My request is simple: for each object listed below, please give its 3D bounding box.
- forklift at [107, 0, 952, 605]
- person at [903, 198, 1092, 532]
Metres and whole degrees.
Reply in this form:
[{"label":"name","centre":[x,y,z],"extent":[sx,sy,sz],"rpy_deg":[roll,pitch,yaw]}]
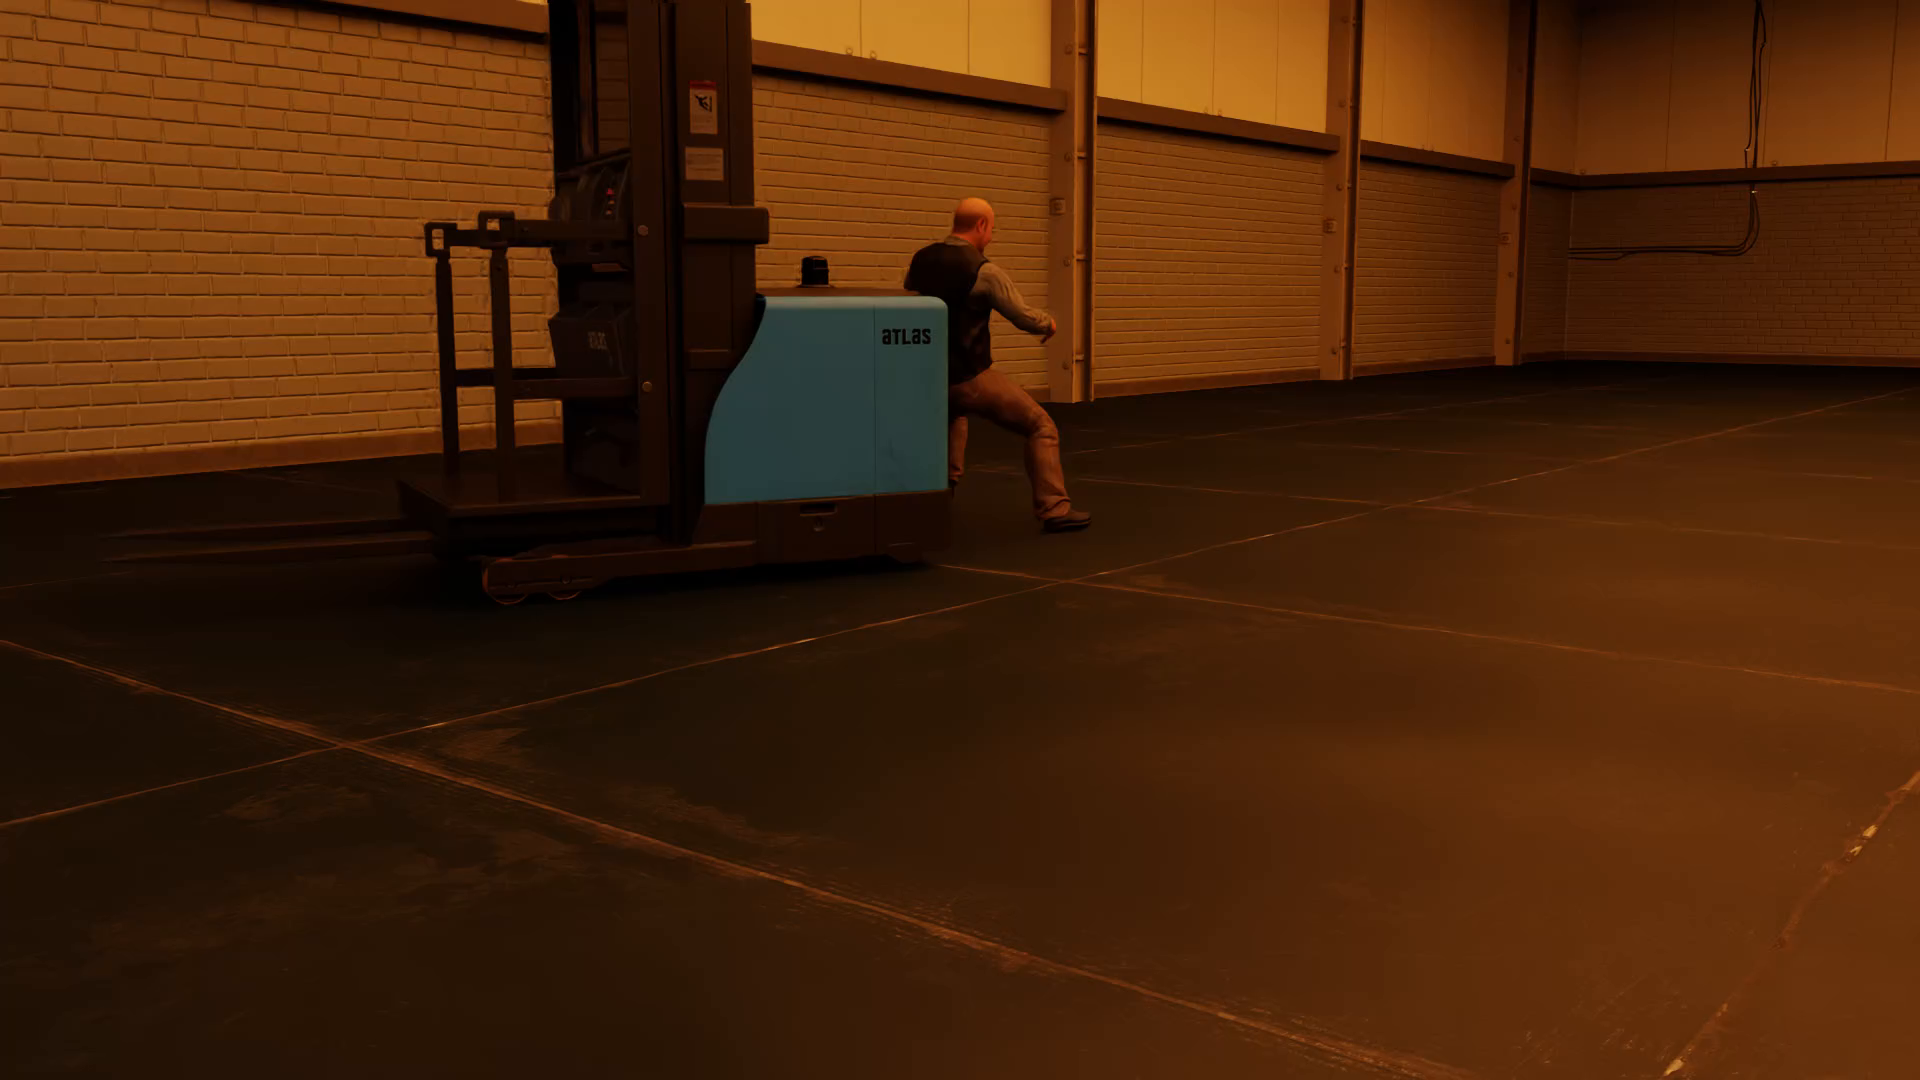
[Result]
[{"label":"forklift","centre":[-1.580,-1.309,6.225],"extent":[3.031,2.935,1.130],"rpy_deg":[-4,9,-27]},{"label":"person","centre":[0.097,-0.830,7.835],"extent":[0.720,1.526,0.946],"rpy_deg":[-7,11,-40]}]
